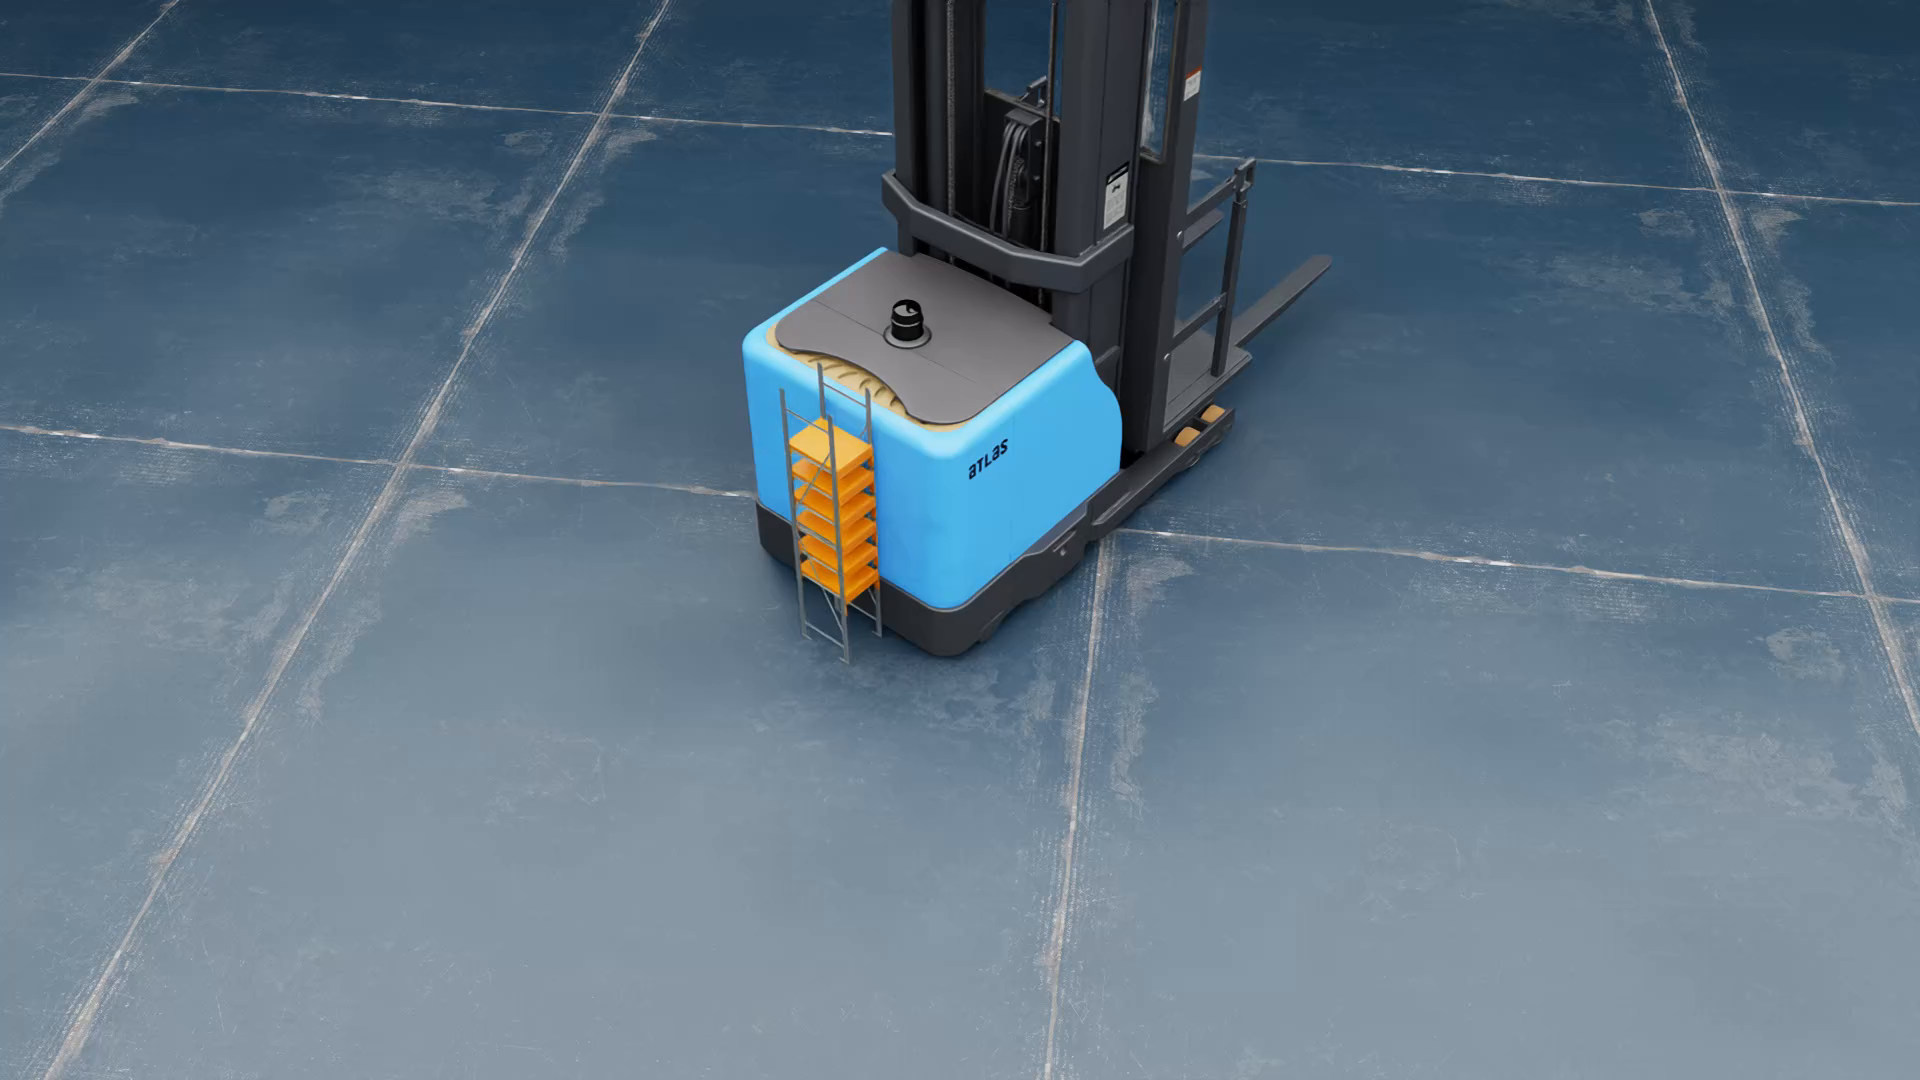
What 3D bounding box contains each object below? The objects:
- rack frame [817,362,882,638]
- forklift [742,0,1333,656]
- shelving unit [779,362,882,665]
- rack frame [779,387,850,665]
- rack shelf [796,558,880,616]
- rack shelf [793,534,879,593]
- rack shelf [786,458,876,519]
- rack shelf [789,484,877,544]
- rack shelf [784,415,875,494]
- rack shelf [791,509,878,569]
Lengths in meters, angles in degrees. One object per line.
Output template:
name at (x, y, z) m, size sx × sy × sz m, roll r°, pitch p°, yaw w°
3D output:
rack frame at (-0.392, -0.116, 6.000) m, size 0.240 × 1.200 × 0.006 m, roll 30°, pitch 51°, yaw 28°
forklift at (0.530, -1.578, 6.285) m, size 1.130 × 2.935 × 3.031 m, roll 30°, pitch 51°, yaw 28°
shelving unit at (-0.451, -0.068, 5.949) m, size 0.258 × 1.200 × 0.189 m, roll 30°, pitch 51°, yaw 28°
rack frame at (-0.509, -0.020, 5.898) m, size 0.240 × 1.200 × 0.006 m, roll 30°, pitch 51°, yaw 28°
rack shelf at (-0.450, 0.139, 6.144) m, size 0.258 × 0.103 × 0.180 m, roll 30°, pitch 51°, yaw 28°
rack shelf at (-0.450, 0.052, 6.062) m, size 0.258 × 0.103 × 0.180 m, roll 30°, pitch 51°, yaw 28°
rack shelf at (-0.451, -0.210, 5.814) m, size 0.258 × 0.103 × 0.180 m, roll 30°, pitch 51°, yaw 28°
rack shelf at (-0.451, -0.123, 5.897) m, size 0.258 × 0.103 × 0.180 m, roll 30°, pitch 51°, yaw 28°
rack shelf at (-0.451, -0.297, 5.732) m, size 0.258 × 0.103 × 0.180 m, roll 30°, pitch 51°, yaw 28°
rack shelf at (-0.451, -0.035, 5.979) m, size 0.258 × 0.103 × 0.180 m, roll 30°, pitch 51°, yaw 28°
